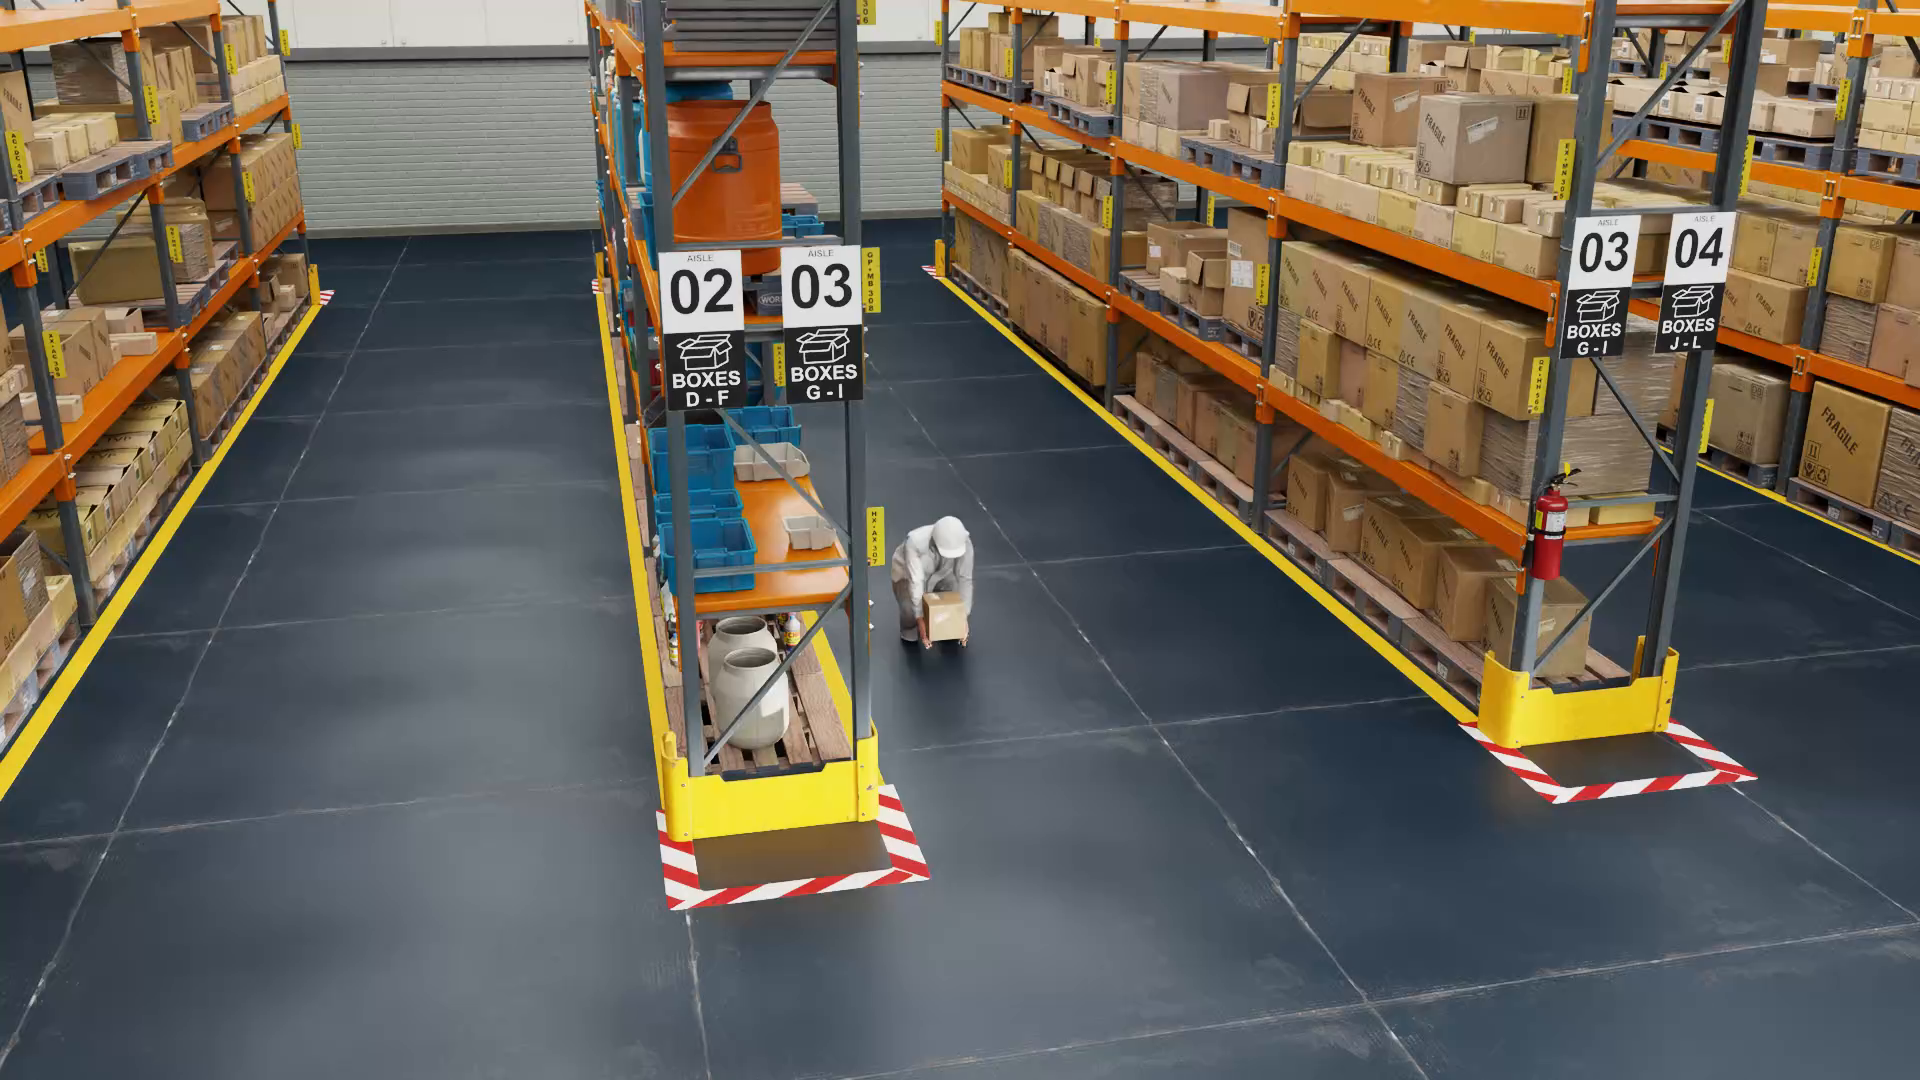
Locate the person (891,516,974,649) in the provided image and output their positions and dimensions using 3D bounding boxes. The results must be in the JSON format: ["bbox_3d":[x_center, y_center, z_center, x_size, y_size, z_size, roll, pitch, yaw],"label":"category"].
[{"bbox_3d":[-0.183,0.242,11.516,0.526,1.008,0.879,-5,20,-13],"label":"person"}]
